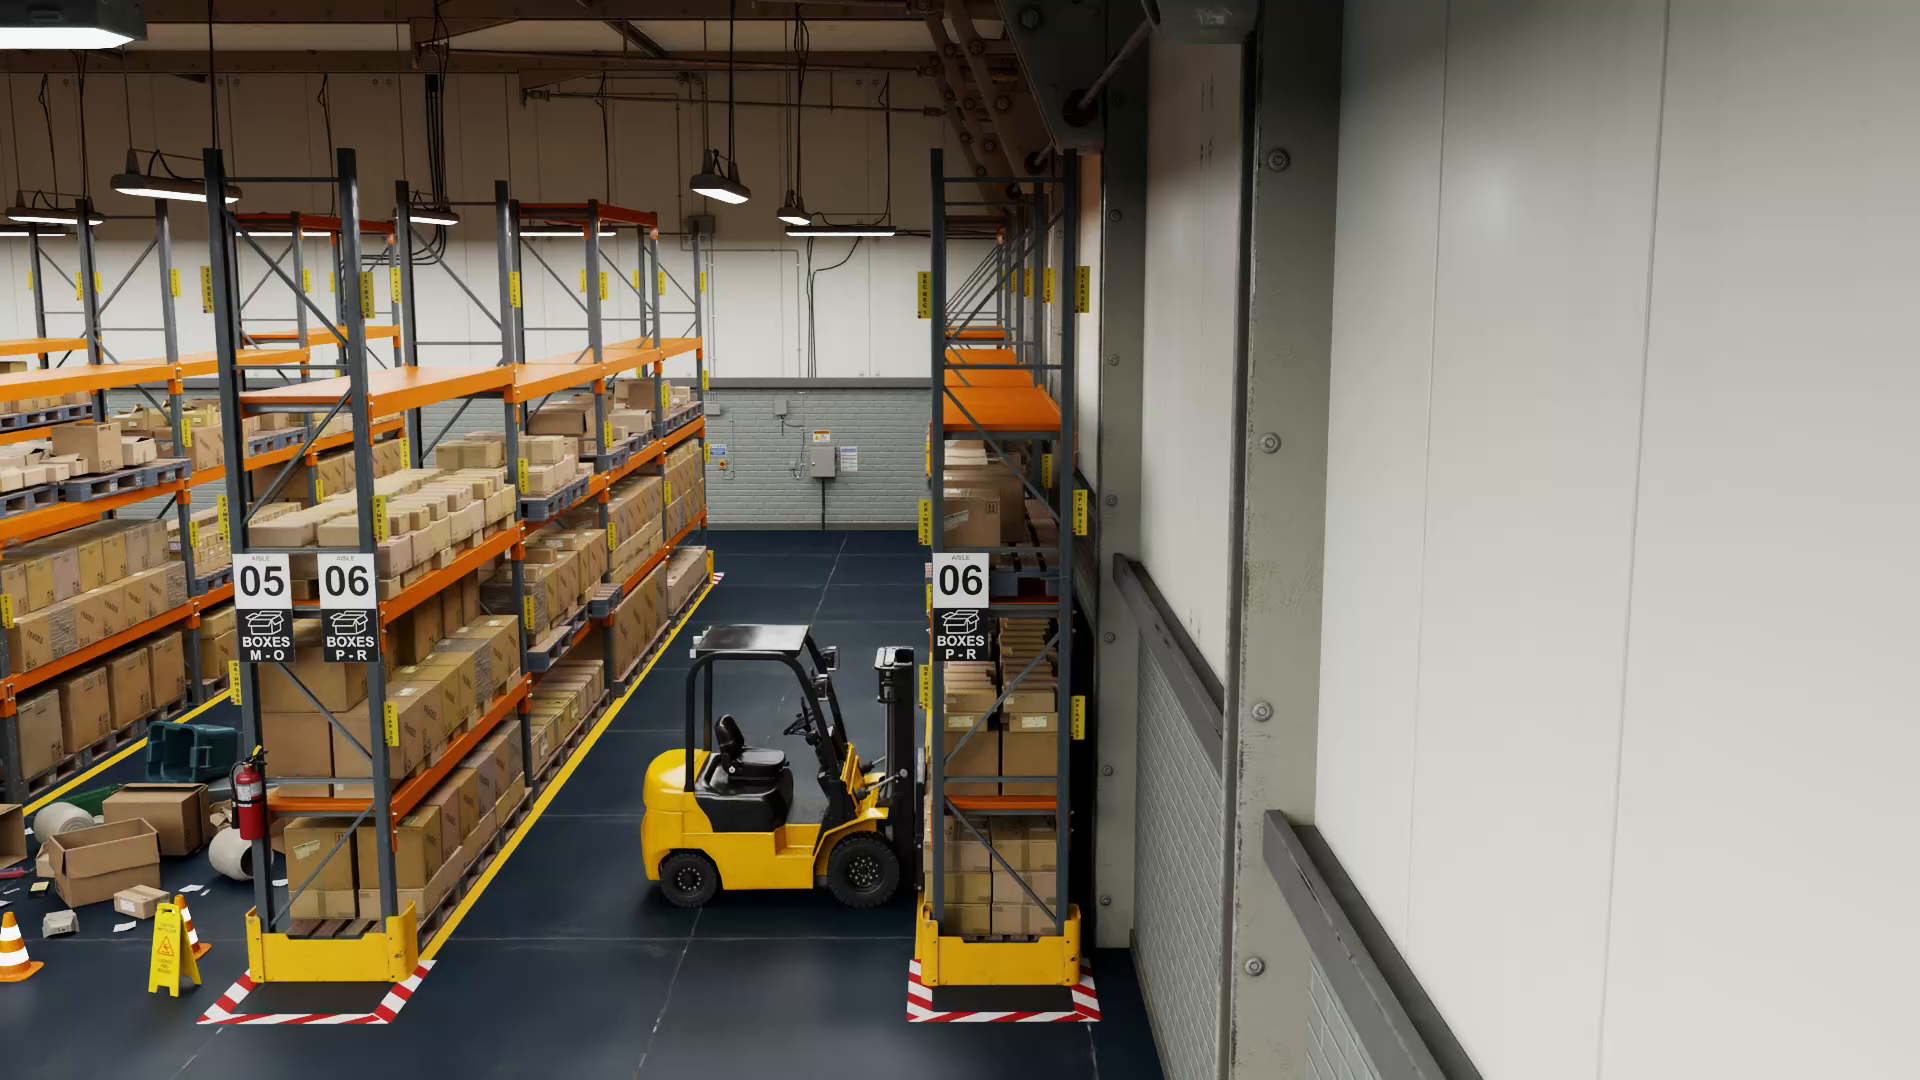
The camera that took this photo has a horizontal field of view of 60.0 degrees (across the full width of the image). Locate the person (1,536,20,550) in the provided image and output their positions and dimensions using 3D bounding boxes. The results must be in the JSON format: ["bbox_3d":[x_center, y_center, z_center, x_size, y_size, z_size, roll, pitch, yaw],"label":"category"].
[{"bbox_3d":[-12.853,0.709,22.672,0.636,1.699,0.661,0,9,0],"label":"person"}]
